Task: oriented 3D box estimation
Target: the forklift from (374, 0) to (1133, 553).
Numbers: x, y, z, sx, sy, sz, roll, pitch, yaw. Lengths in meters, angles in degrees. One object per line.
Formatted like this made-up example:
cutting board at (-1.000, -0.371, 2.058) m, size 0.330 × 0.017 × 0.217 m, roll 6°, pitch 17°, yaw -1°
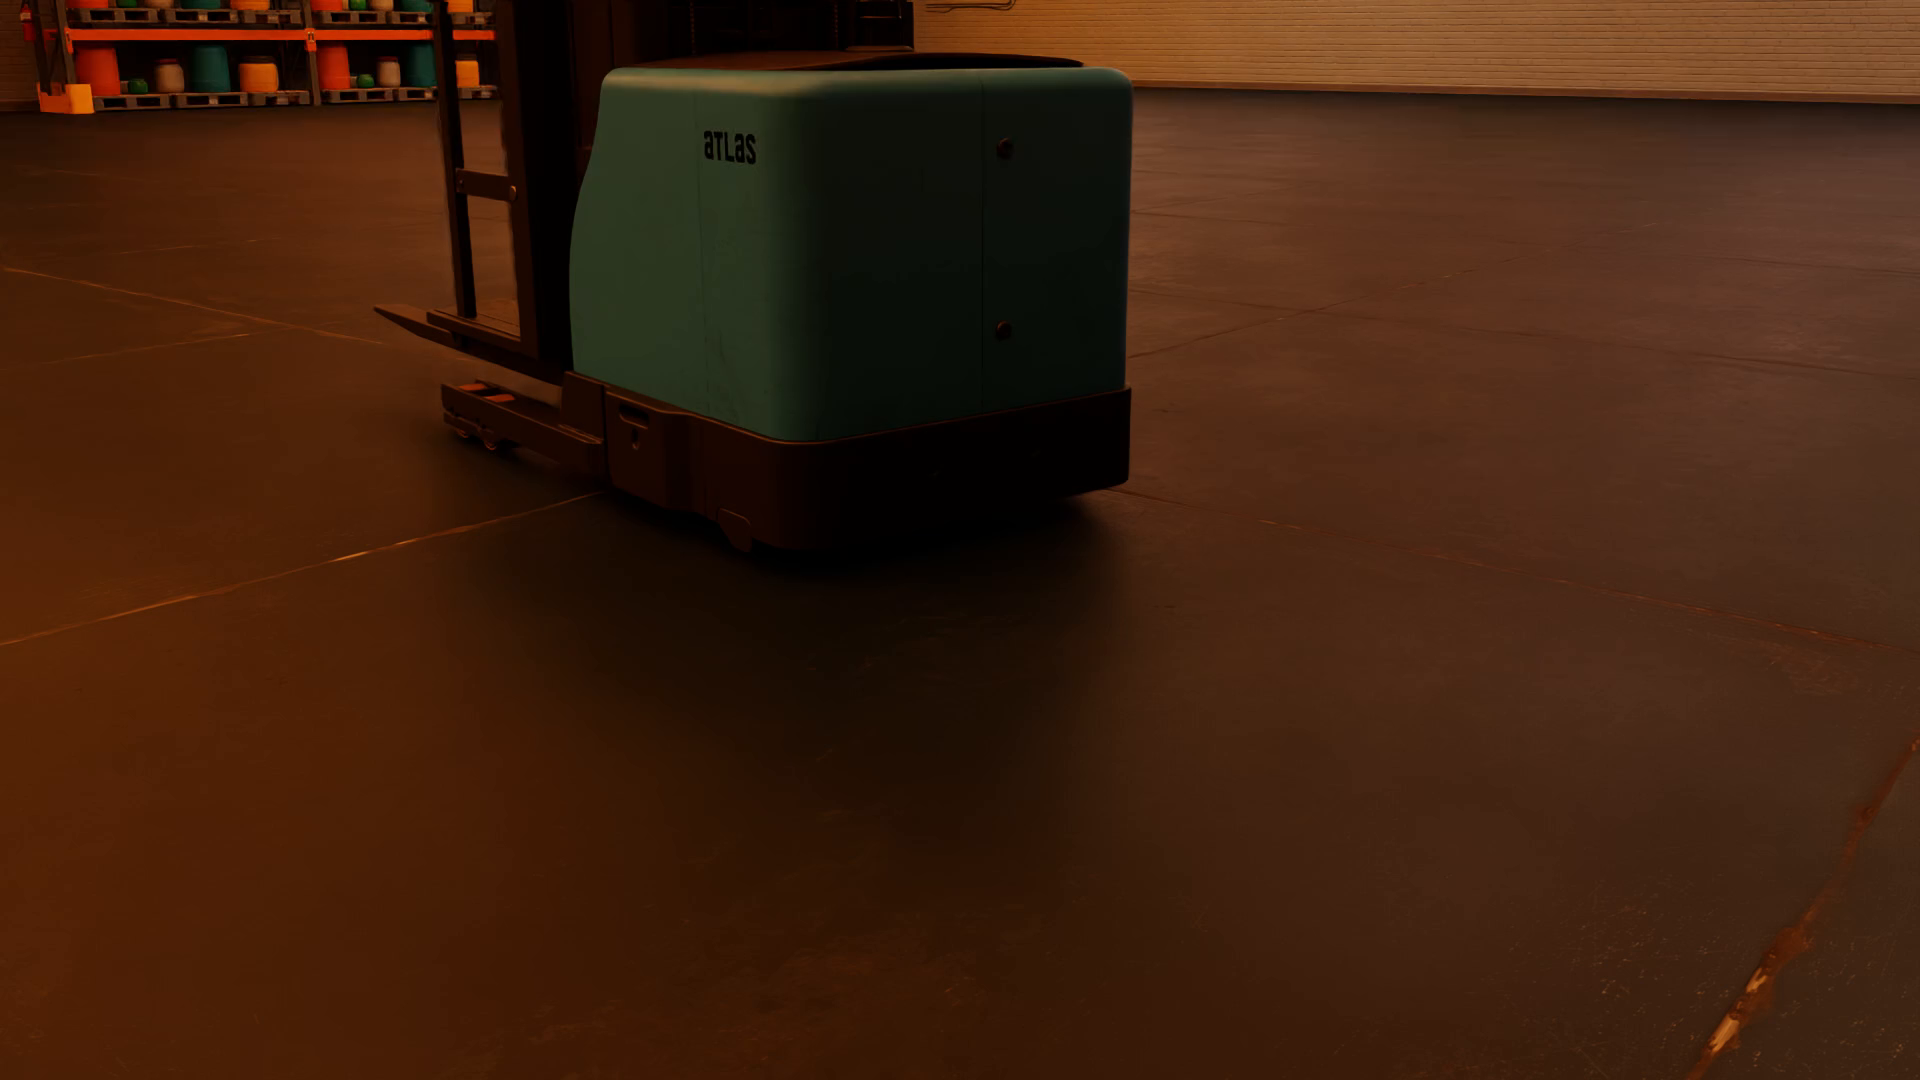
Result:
forklift at (-0.882, -1.737, 4.617) m, size 1.130 × 2.935 × 3.031 m, roll -13°, pitch 21°, yaw -36°
